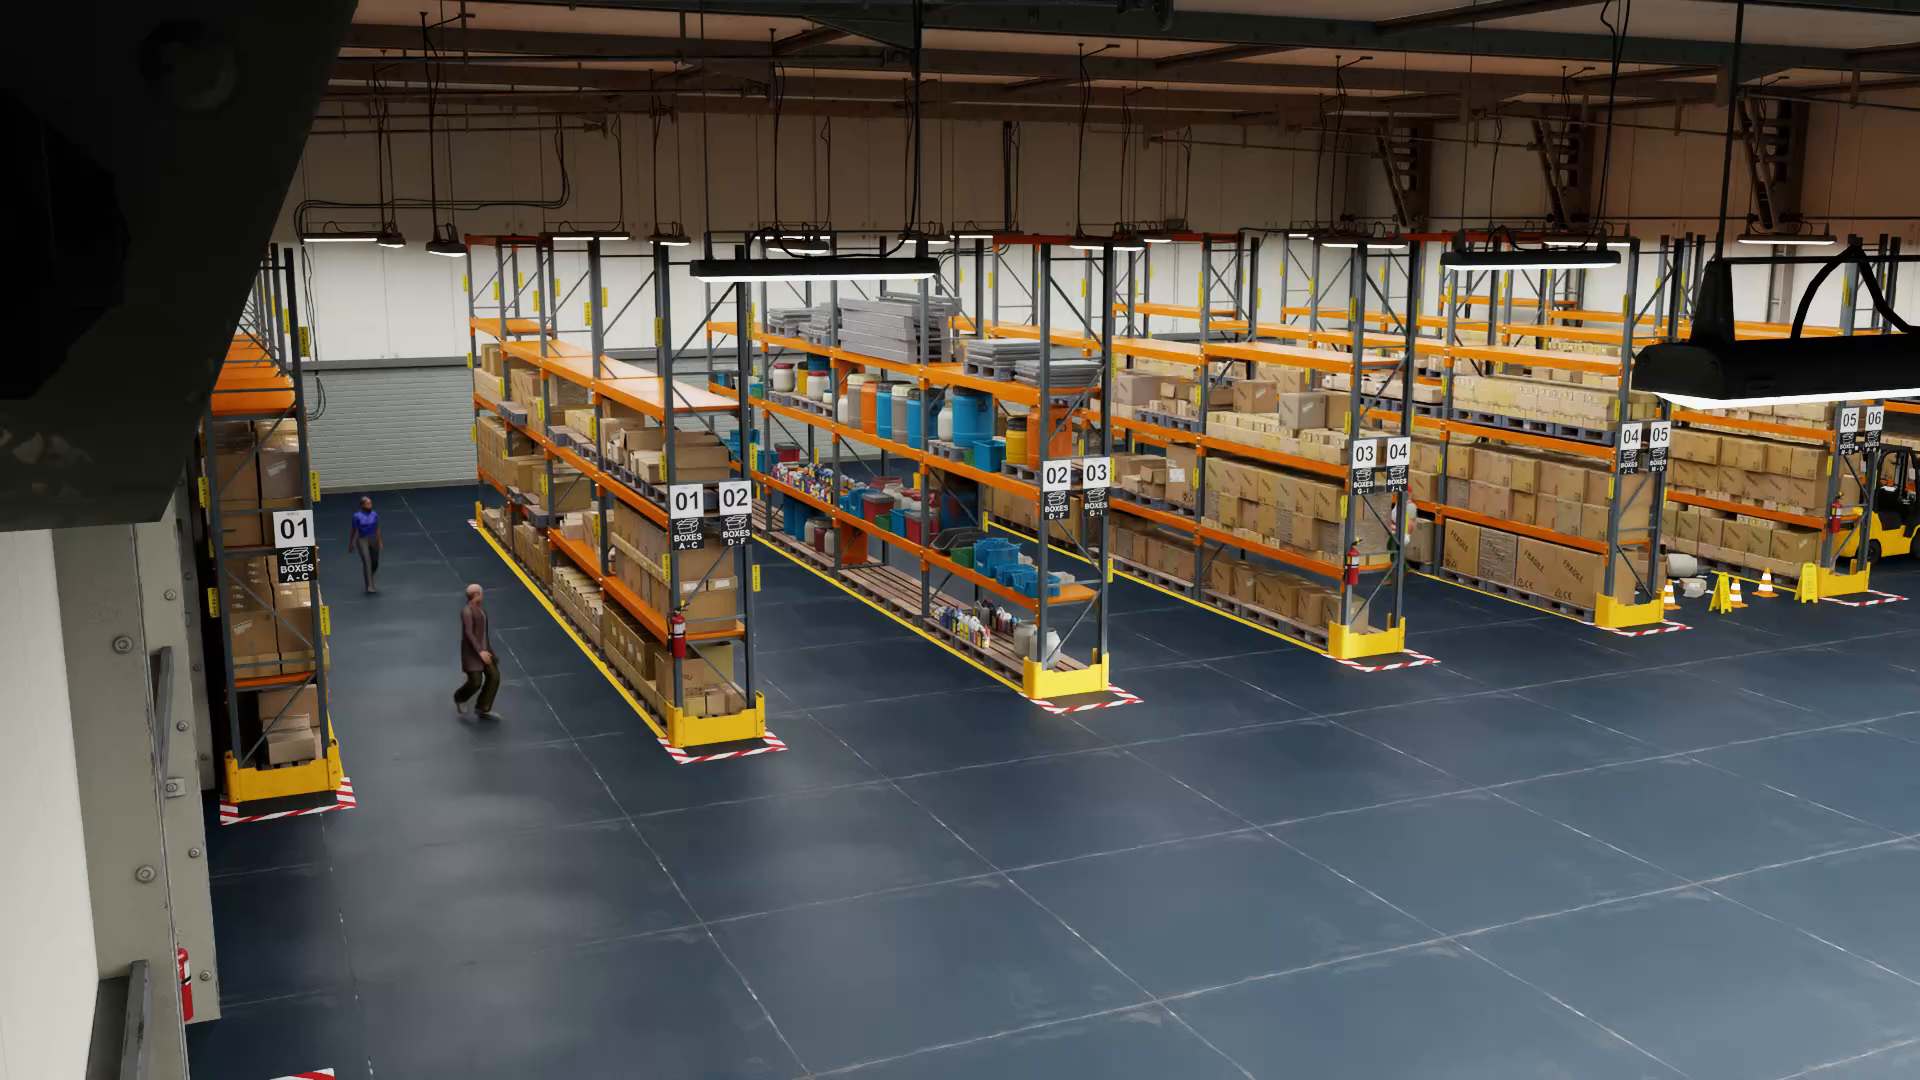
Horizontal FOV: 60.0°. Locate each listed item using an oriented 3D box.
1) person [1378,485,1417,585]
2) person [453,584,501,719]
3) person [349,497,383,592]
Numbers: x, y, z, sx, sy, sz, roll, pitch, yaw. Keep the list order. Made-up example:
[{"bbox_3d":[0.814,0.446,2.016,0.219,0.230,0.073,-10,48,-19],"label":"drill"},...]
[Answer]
[{"bbox_3d":[7.610,-0.101,28.934,0.607,1.782,0.547,0,11,-1],"label":"person"},{"bbox_3d":[-6.182,1.426,21.268,0.749,1.743,0.649,4,12,20],"label":"person"},{"bbox_3d":[-10.232,0.042,28.619,0.553,1.609,0.880,-8,13,-34],"label":"person"}]
